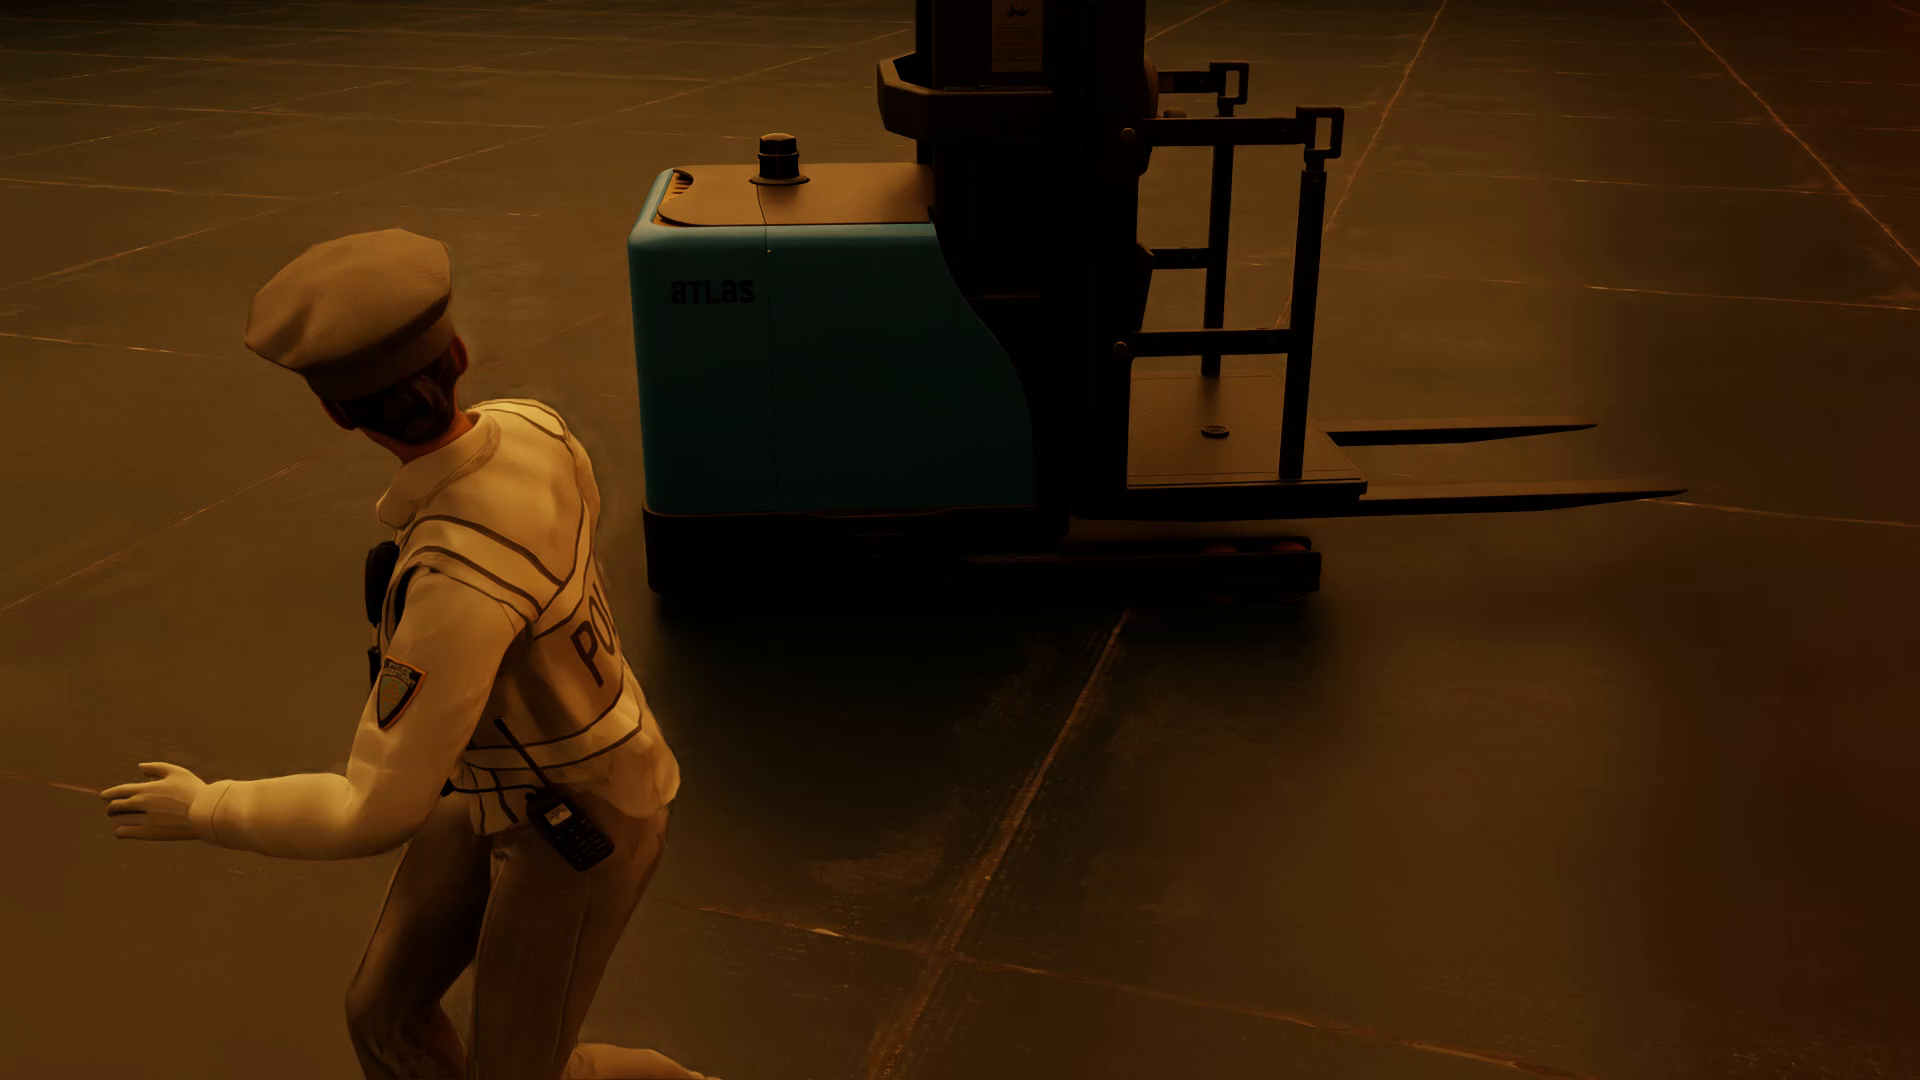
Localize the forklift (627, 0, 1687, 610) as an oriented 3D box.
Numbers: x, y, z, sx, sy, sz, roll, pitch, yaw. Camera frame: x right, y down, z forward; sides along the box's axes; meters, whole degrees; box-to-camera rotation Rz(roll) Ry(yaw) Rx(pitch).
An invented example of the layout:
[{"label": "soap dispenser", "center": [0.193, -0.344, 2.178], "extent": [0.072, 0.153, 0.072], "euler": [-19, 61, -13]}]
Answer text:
[{"label": "forklift", "center": [0.606, -1.374, 4.608], "extent": [3.031, 2.935, 1.130], "euler": [-2, 23, -4]}]

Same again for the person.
[{"label": "person", "center": [-0.723, 0.345, 2.291], "extent": [0.780, 1.562, 0.773], "euler": [-10, 24, -22]}]
